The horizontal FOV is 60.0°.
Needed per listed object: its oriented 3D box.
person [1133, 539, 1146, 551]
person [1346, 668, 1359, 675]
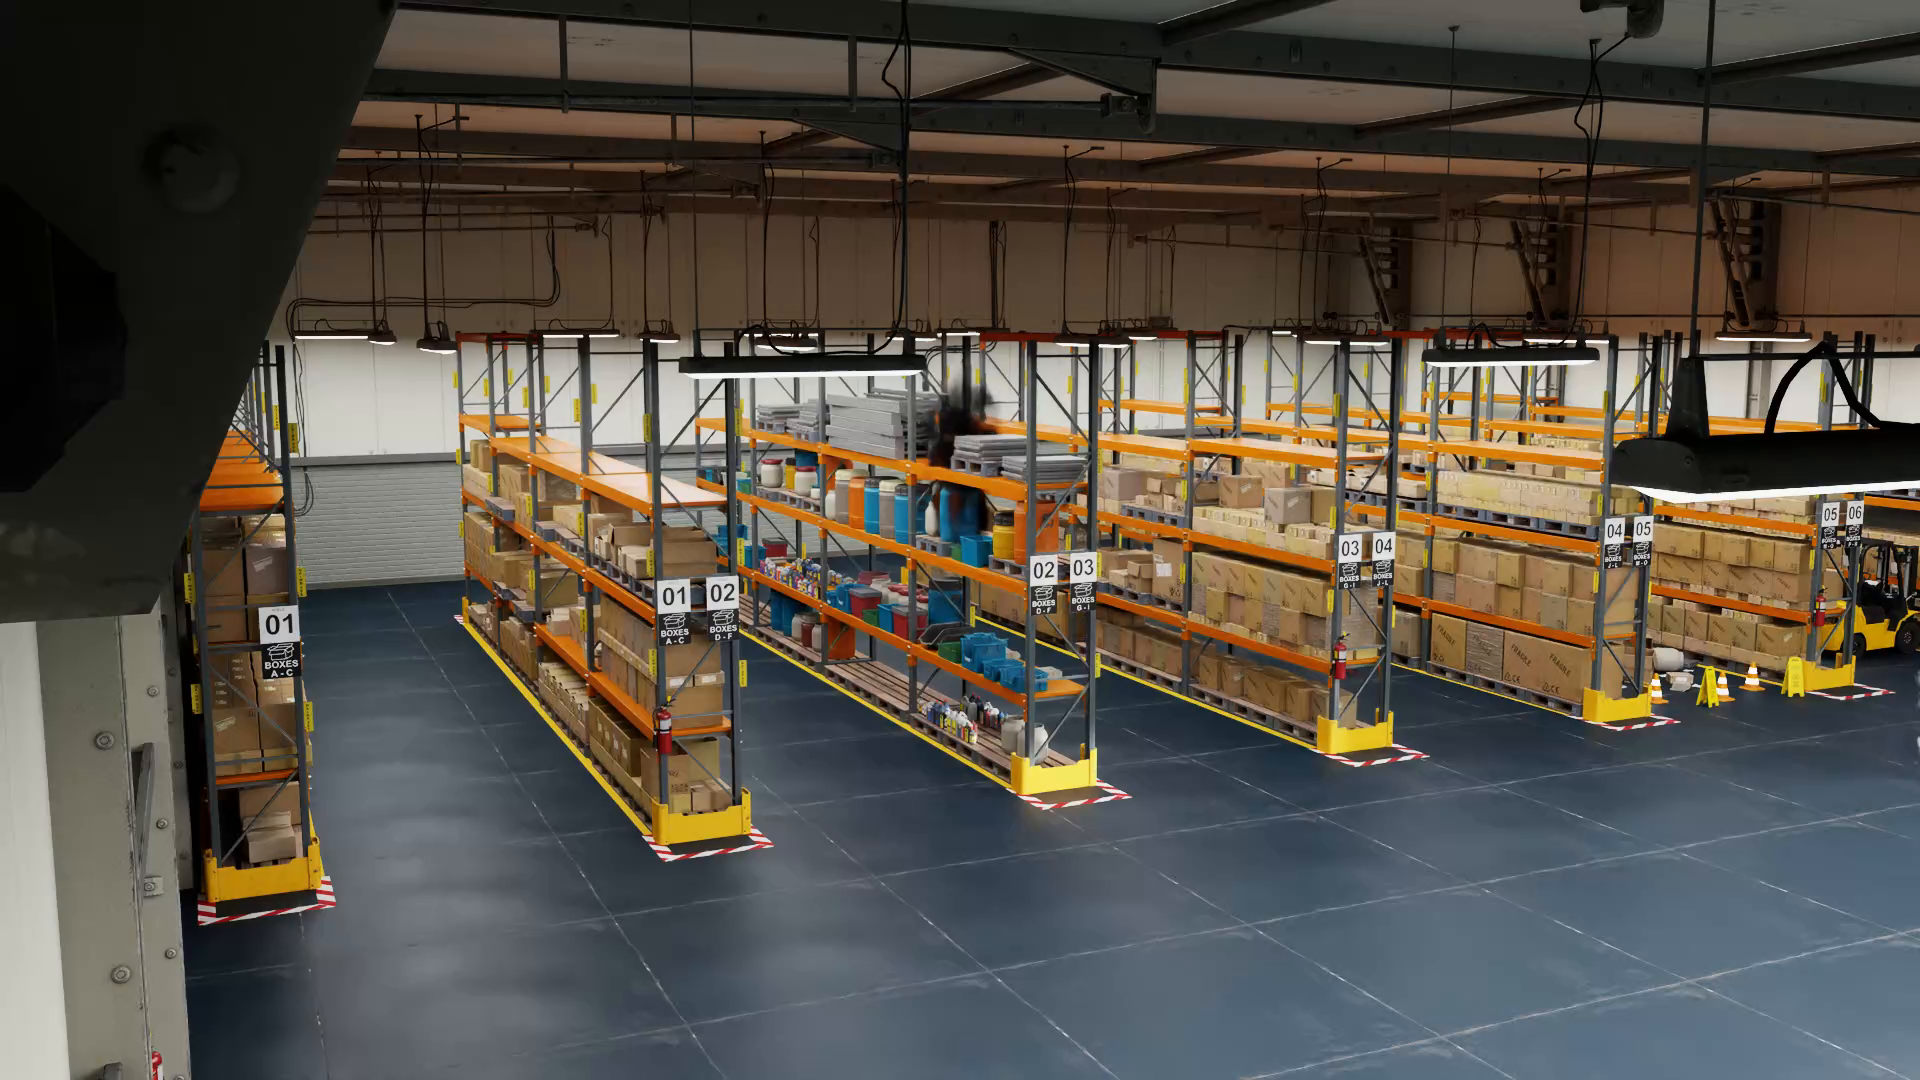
[{"bbox_3d":[4.498,-0.155,41.956,0.697,1.729,0.677,3,8,23],"label":"person"},{"bbox_3d":[6.870,1.528,29.597,0.614,1.624,0.904,-3,8,-22],"label":"person"}]
